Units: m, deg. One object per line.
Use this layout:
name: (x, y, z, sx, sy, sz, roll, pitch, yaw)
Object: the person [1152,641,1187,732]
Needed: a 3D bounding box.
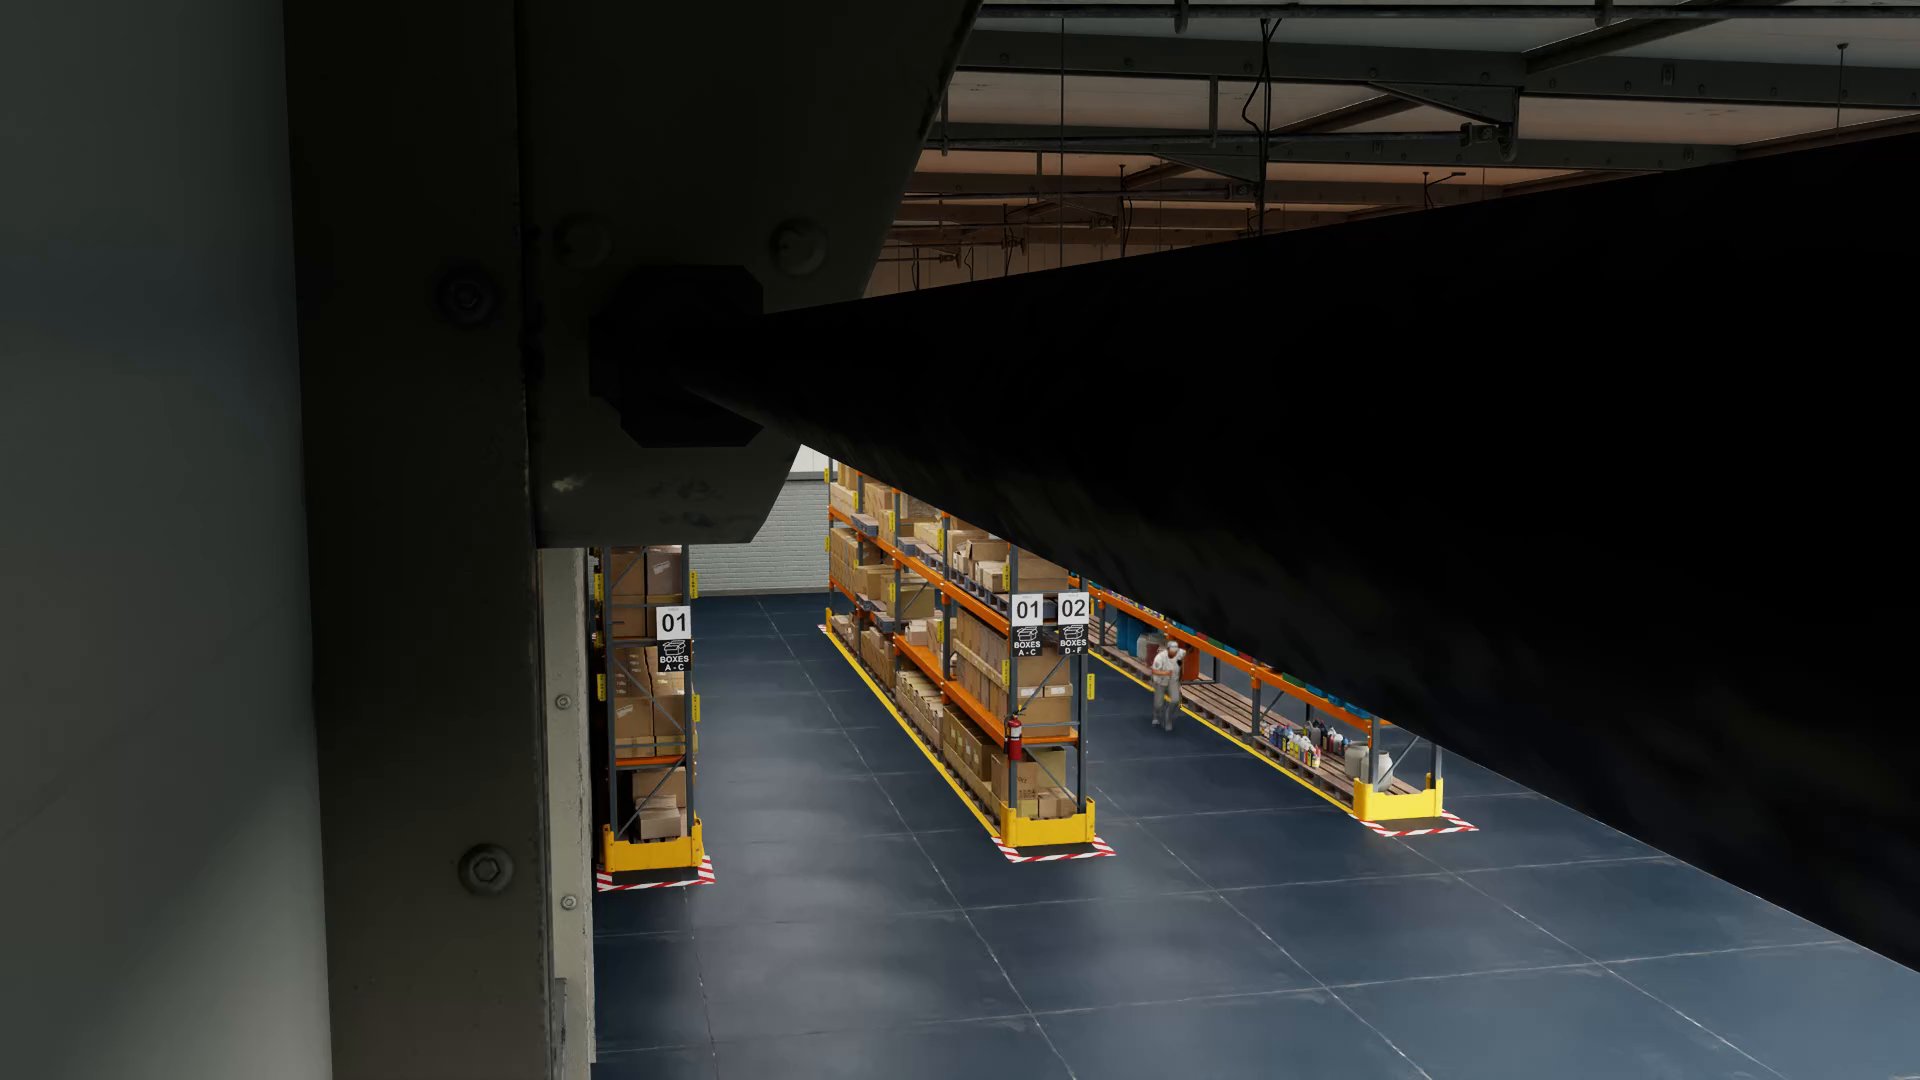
person: (3.403, 2.362, 27.171, 0.640, 1.556, 0.940, -1, 7, -11)
